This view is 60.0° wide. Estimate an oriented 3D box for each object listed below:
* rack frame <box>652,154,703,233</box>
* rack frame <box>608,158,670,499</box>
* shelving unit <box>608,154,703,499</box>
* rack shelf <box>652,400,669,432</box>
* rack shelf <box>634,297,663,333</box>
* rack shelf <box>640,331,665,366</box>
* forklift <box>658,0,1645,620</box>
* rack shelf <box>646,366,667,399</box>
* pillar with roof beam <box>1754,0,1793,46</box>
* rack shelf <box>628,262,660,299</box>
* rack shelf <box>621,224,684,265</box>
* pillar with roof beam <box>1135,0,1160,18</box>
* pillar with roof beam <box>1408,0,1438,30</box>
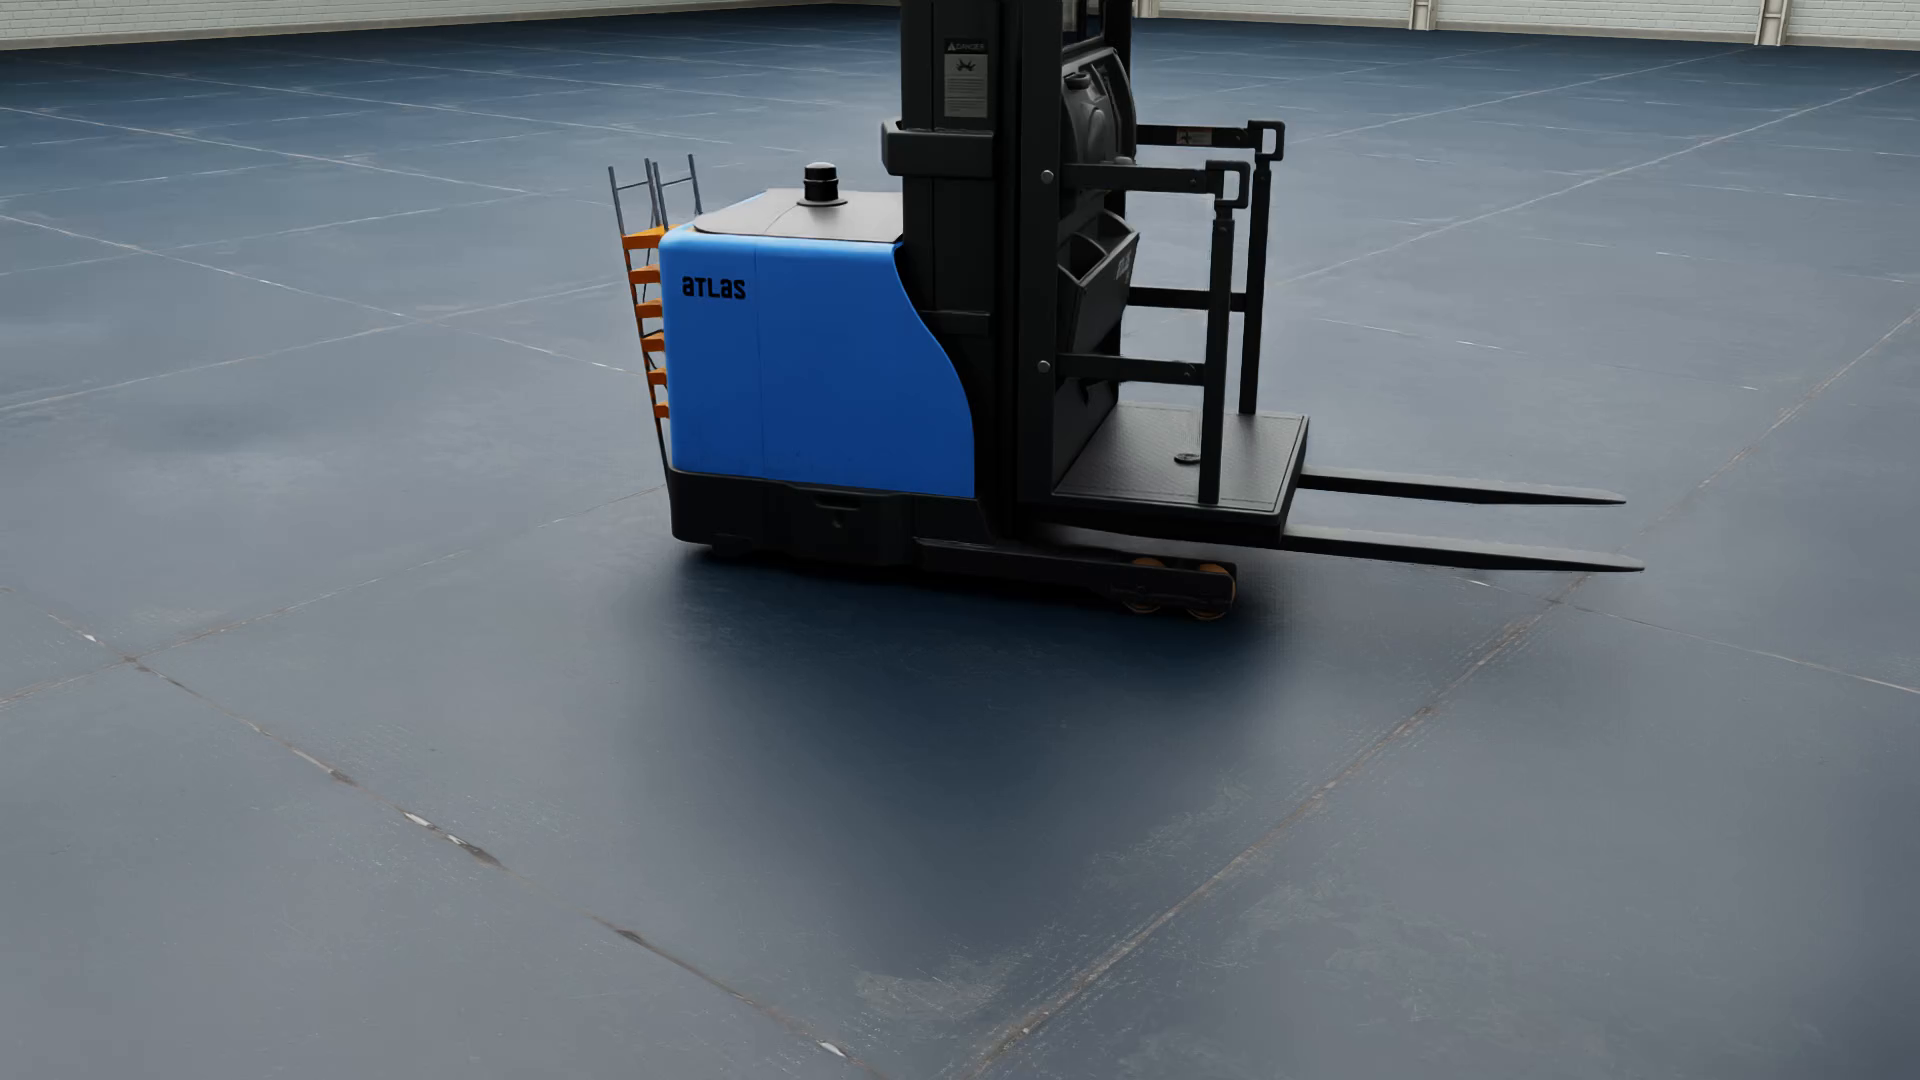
[{"bbox_3d":[-0.910,-0.742,5.877,0.006,1.200,0.240,1,19,25],"label":"rack frame"},{"bbox_3d":[-1.076,-0.744,5.955,0.006,1.200,0.240,1,19,25],"label":"rack frame"},{"bbox_3d":[-0.993,-0.743,5.916,0.189,1.200,0.258,1,19,25],"label":"shelving unit"},{"bbox_3d":[-0.957,-0.474,6.001,0.180,0.103,0.258,1,19,25],"label":"rack shelf"},{"bbox_3d":[-1.002,-0.814,5.894,0.180,0.103,0.258,1,19,25],"label":"rack shelf"},{"bbox_3d":[-0.987,-0.701,5.930,0.180,0.103,0.258,1,19,25],"label":"rack shelf"},{"bbox_3d":[0.617,-1.338,5.062,3.031,2.935,1.130,6,21,15],"label":"forklift"},{"bbox_3d":[-0.972,-0.587,5.965,0.180,0.103,0.258,1,19,25],"label":"rack shelf"},{"bbox_3d":[10.405,-11.064,22.254,0.400,9.000,9.100,16,26,36],"label":"pillar with roof beam"},{"bbox_3d":[-1.017,-0.928,5.858,0.180,0.103,0.258,1,19,25],"label":"rack shelf"},{"bbox_3d":[-1.032,-1.042,5.822,0.180,0.103,0.258,1,19,25],"label":"rack shelf"},{"bbox_3d":[1.108,-13.741,29.354,0.400,9.000,9.100,16,26,36],"label":"pillar with roof beam"},{"bbox_3d":[5.757,-12.403,25.804,0.400,9.000,9.100,16,26,36],"label":"pillar with roof beam"}]
